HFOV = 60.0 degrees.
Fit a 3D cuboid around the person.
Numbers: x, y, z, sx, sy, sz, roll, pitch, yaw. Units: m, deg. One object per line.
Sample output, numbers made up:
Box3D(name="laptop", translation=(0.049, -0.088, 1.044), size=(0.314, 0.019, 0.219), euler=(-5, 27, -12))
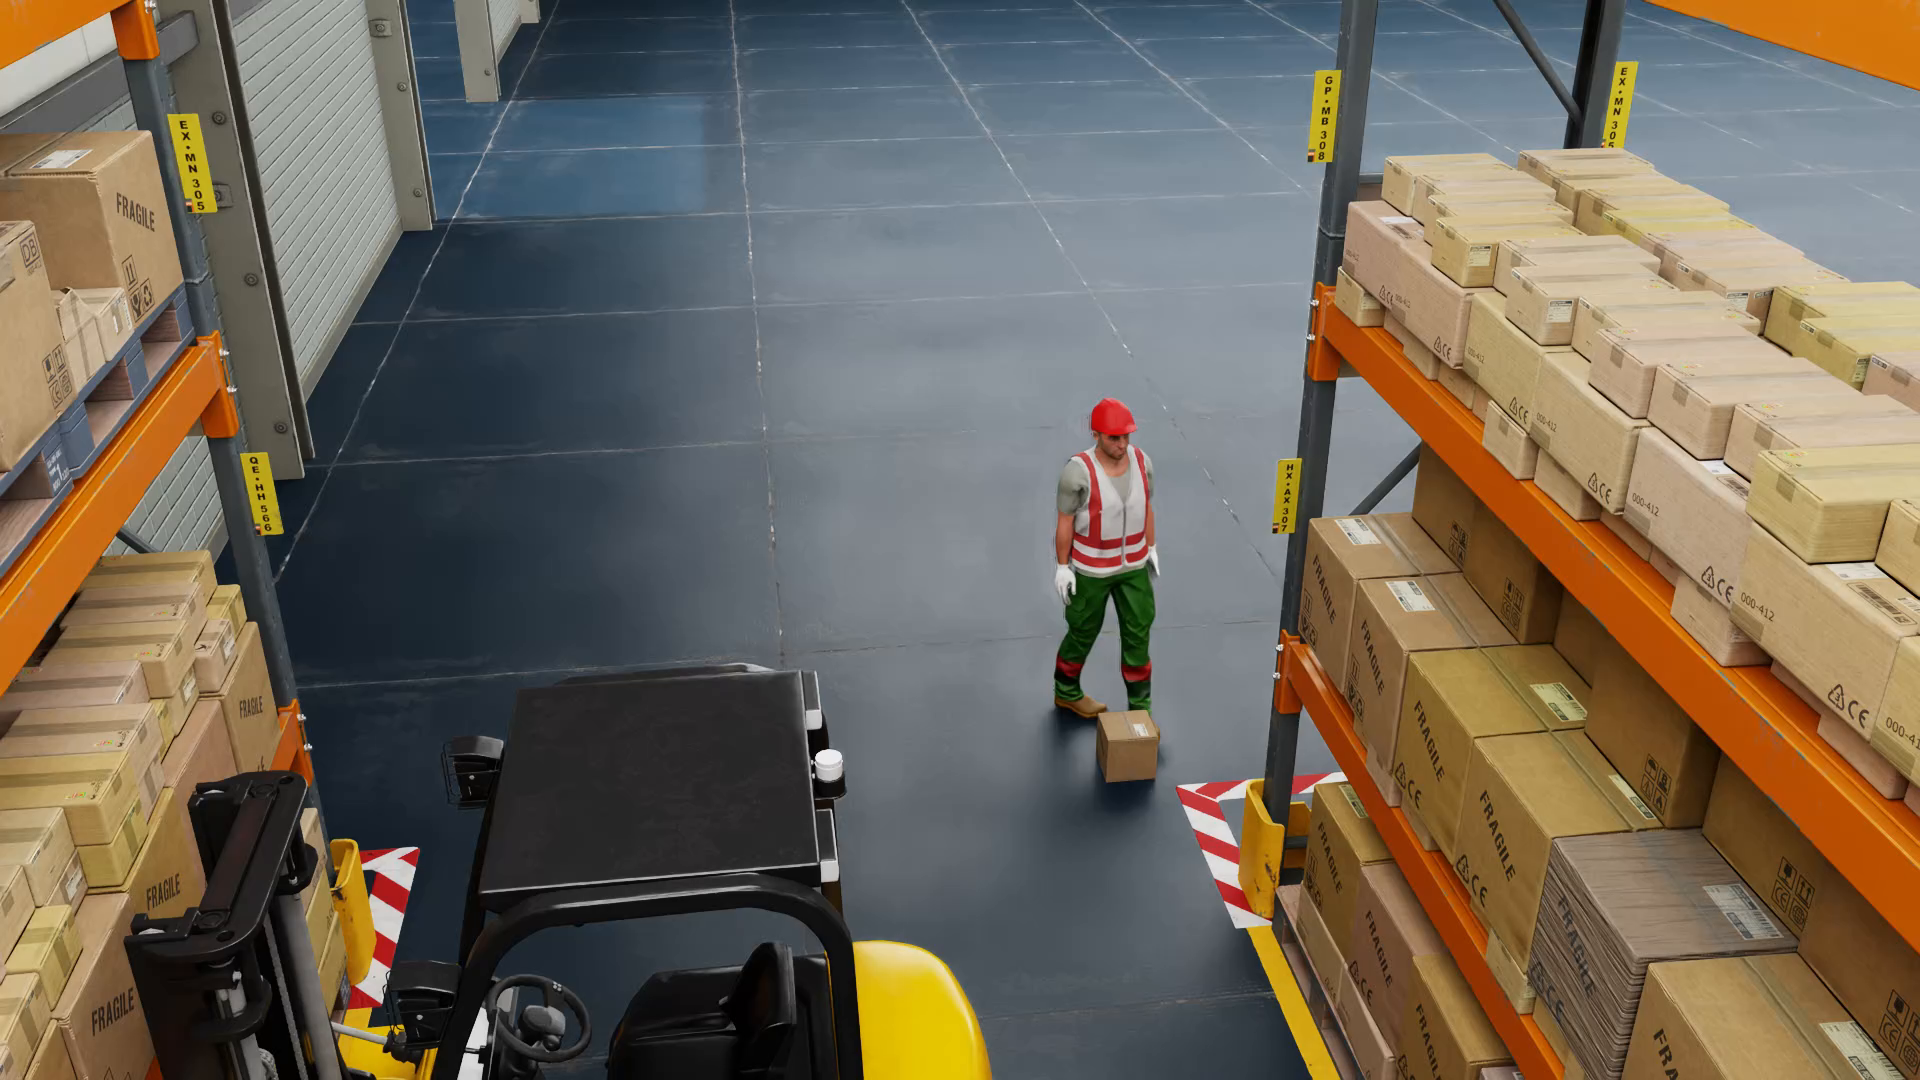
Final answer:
Box3D(name="person", translation=(0.788, 0.159, 8.272), size=(0.574, 1.786, 0.618), euler=(-12, 29, -22))
